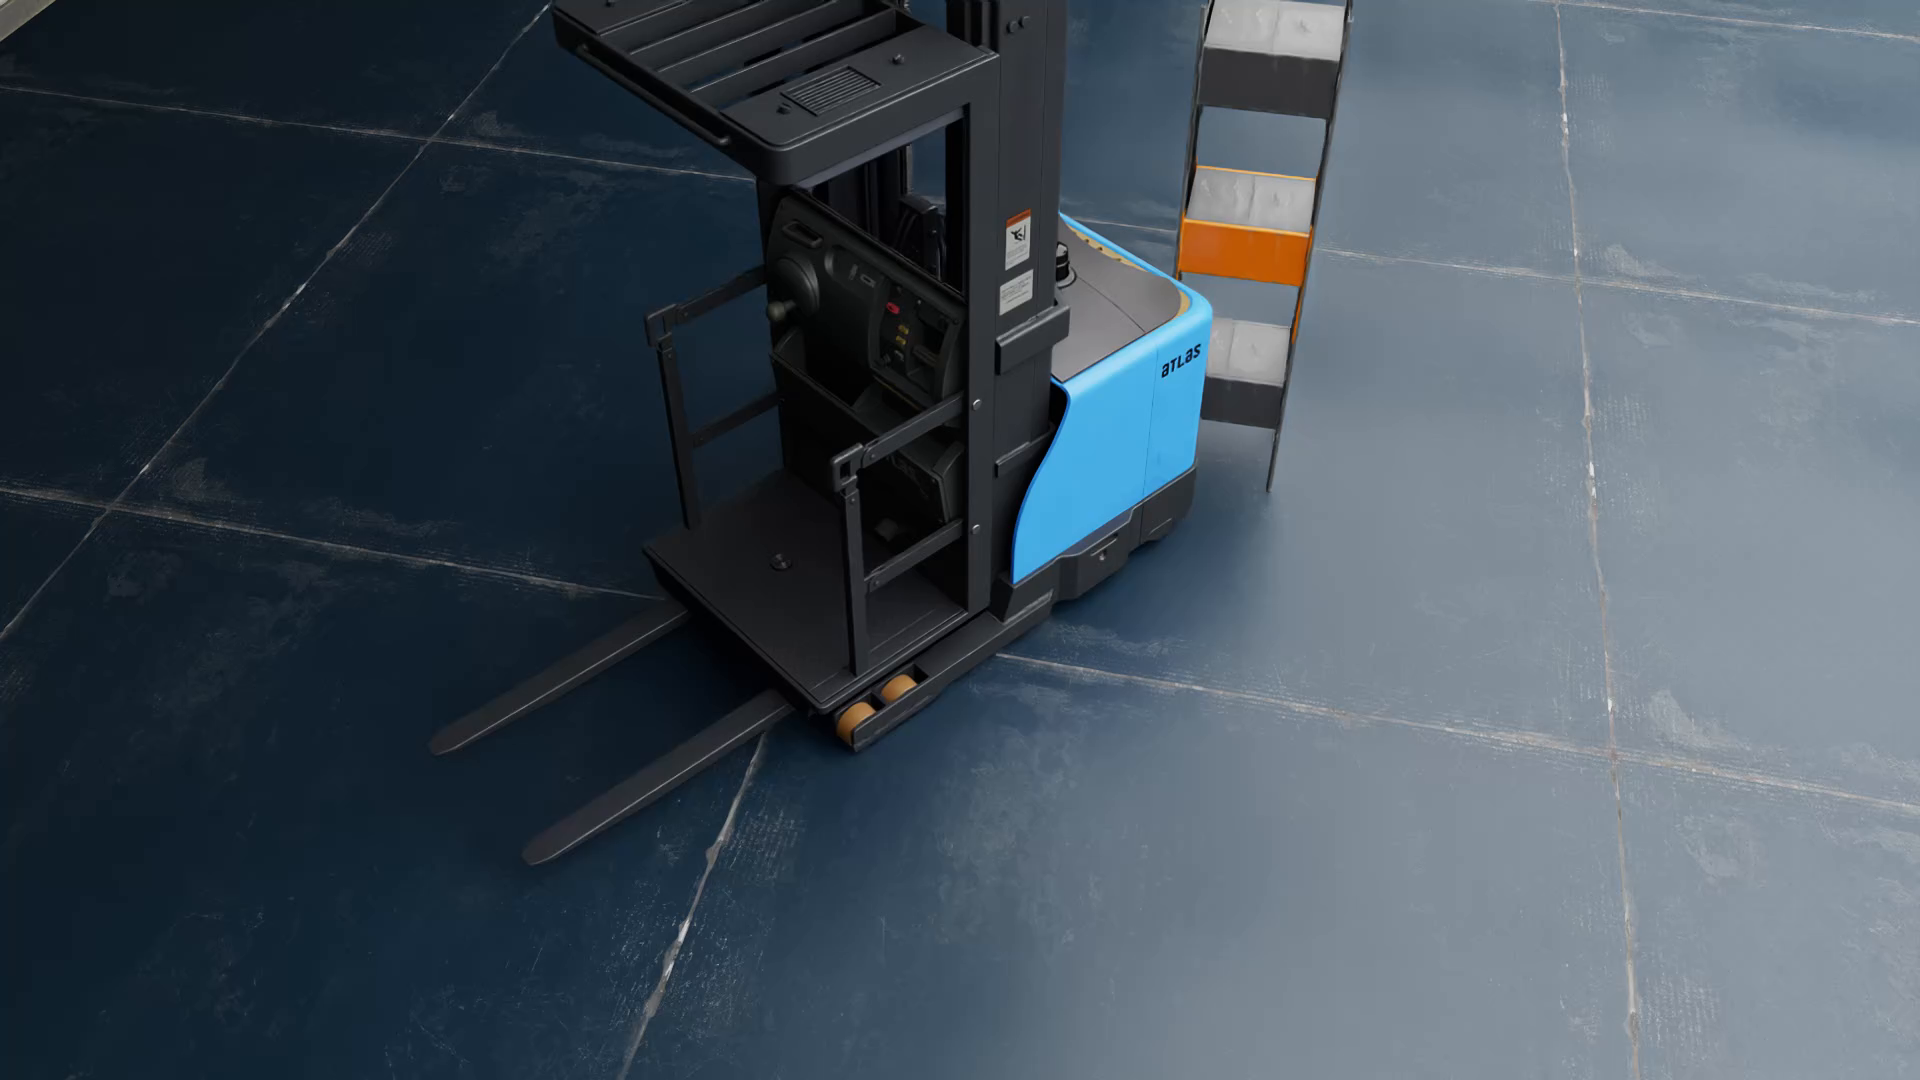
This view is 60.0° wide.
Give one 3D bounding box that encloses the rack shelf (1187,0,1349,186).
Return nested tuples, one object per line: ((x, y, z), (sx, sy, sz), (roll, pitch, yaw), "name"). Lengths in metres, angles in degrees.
((1.099, -1.626, 5.935), (0.480, 0.518, 0.431), (9, 45, 9), "rack shelf")

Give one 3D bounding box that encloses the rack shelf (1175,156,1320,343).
((1.099, -1.121, 6.421), (0.480, 0.518, 0.431), (9, 45, 9), "rack shelf")

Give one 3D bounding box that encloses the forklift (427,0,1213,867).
((-0.482, -0.722, 5.386), (3.031, 2.935, 1.130), (-32, 52, -29), "forklift")

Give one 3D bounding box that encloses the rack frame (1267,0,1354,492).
((1.337, -1.095, 6.373), (0.015, 2.100, 0.400), (9, 45, 9), "rack frame")

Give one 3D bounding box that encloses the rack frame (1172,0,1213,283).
((0.861, -1.168, 6.449), (0.015, 2.100, 0.400), (9, 45, 9), "rack frame")

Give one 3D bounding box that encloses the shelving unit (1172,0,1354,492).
((1.099, -1.131, 6.411), (0.503, 2.100, 0.431), (9, 45, 9), "shelving unit")

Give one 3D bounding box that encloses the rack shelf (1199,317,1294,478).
((1.099, -0.617, 6.906), (0.480, 0.518, 0.431), (9, 45, 9), "rack shelf")
